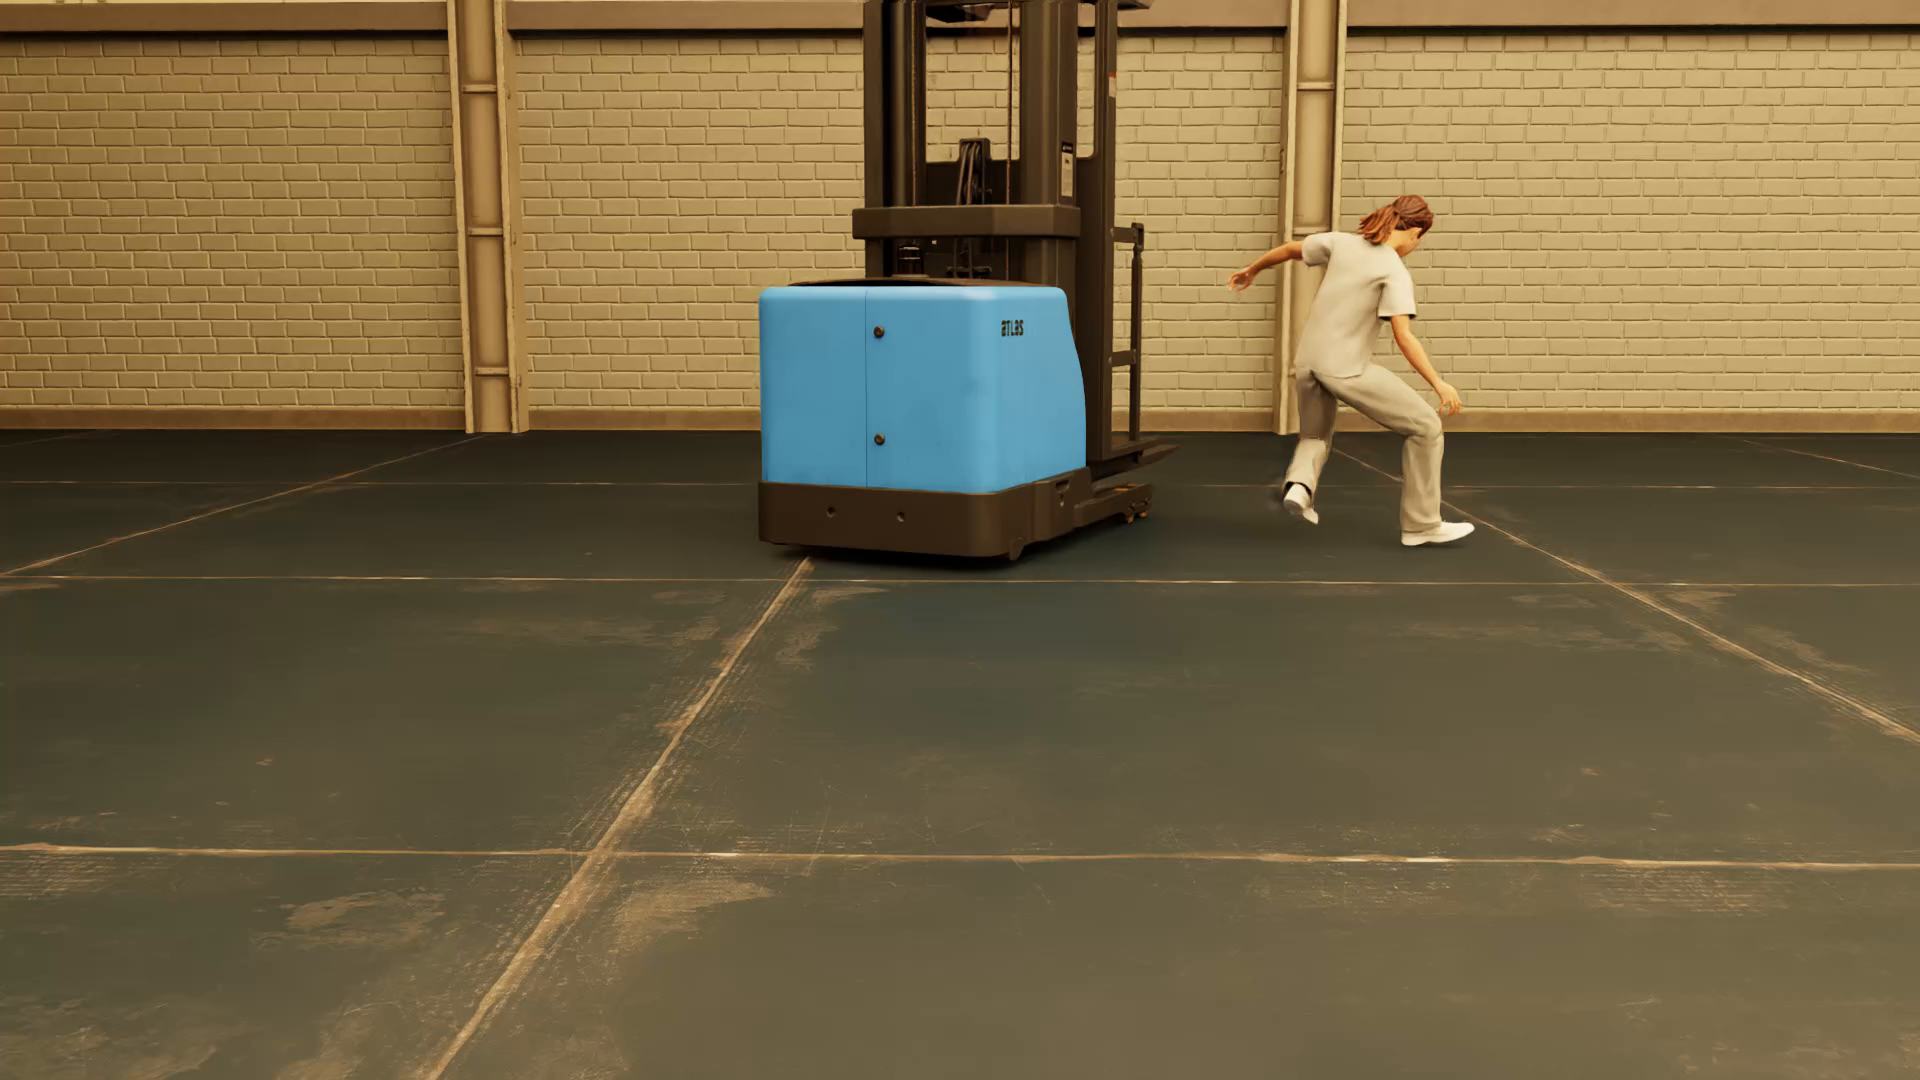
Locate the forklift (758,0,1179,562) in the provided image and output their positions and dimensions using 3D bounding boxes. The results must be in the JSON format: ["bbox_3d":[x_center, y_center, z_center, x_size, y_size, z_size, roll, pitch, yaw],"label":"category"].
[{"bbox_3d":[0.257,-1.549,7.565,1.130,2.935,3.031,4,9,24],"label":"forklift"}]

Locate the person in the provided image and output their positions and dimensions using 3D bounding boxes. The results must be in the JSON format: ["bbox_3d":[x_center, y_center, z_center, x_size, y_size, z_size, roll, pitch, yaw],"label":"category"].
[{"bbox_3d":[1.610,-0.714,7.008,0.705,1.450,1.063,-5,10,-29],"label":"person"}]
